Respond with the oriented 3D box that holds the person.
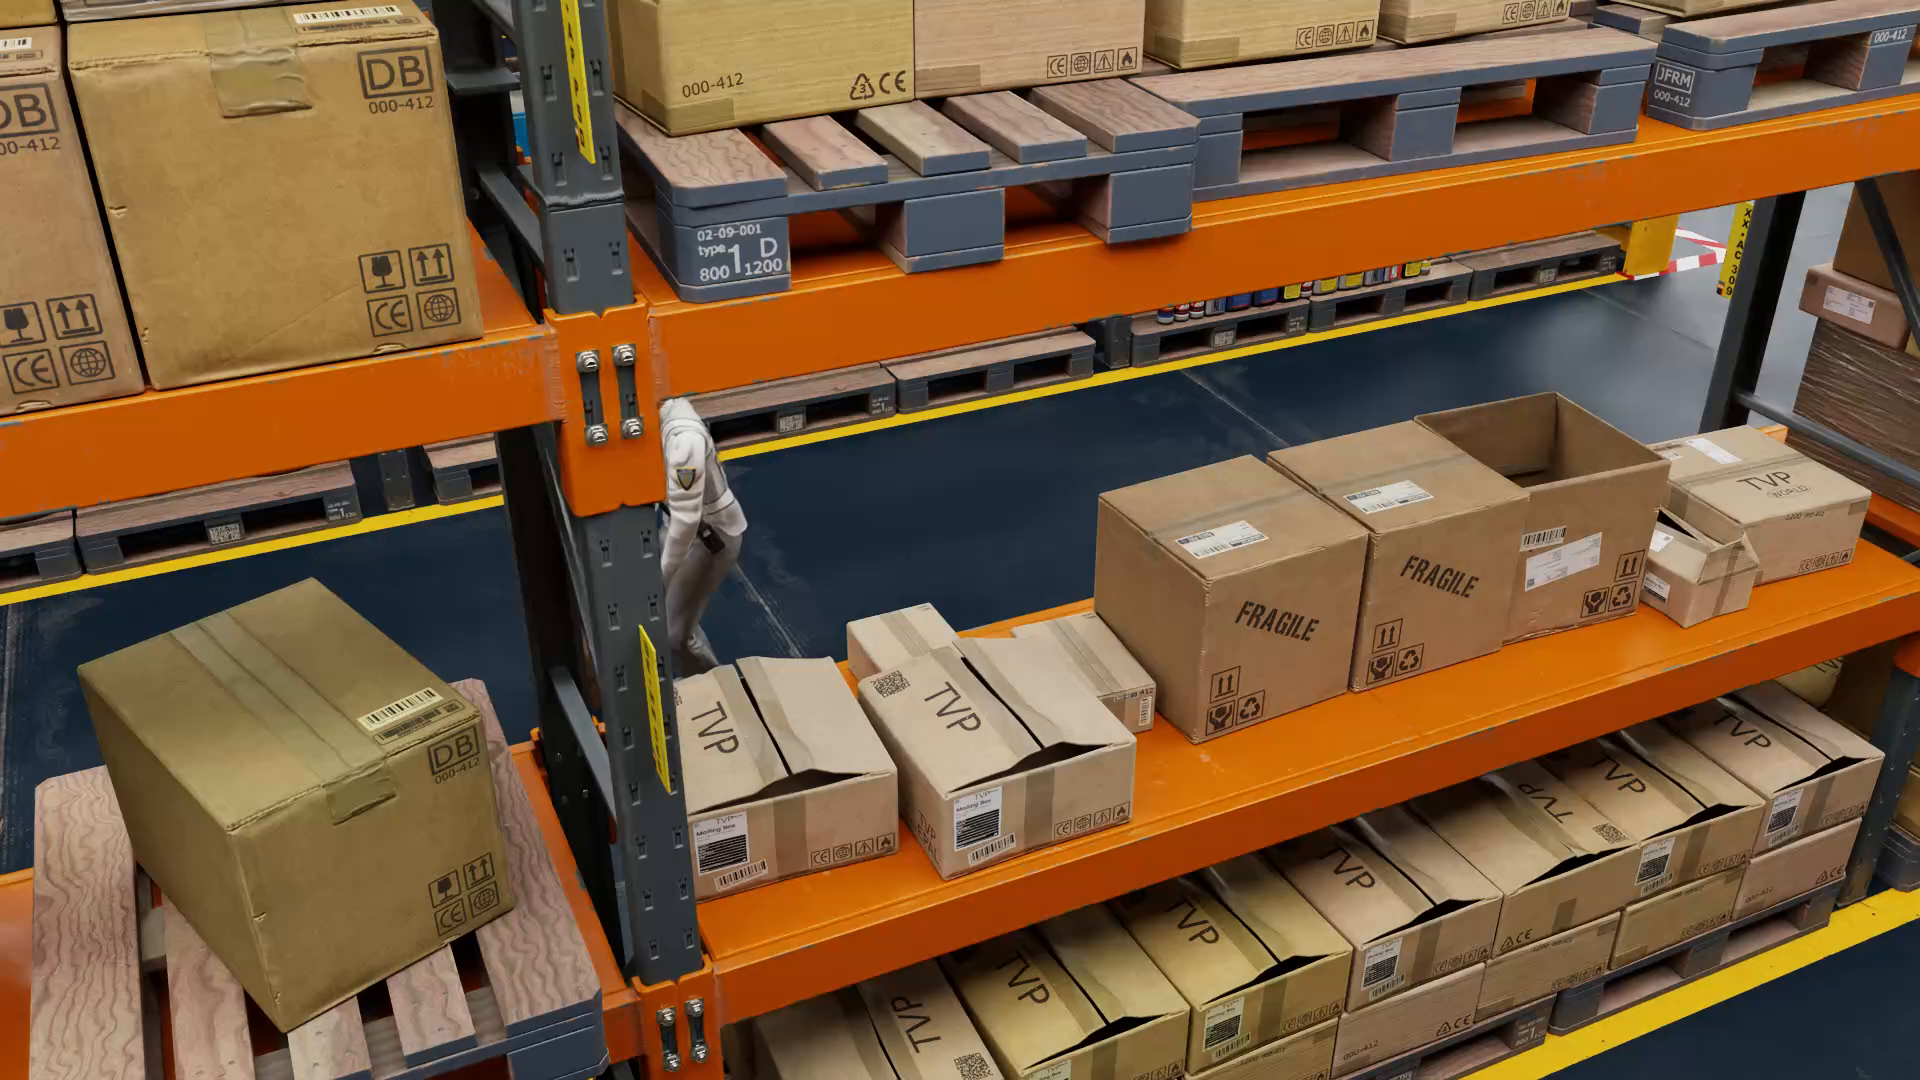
[{"bbox_3d":[-1.057,0.008,6.215,0.526,1.576,0.516,-12,32,-21],"label":"person"}]
